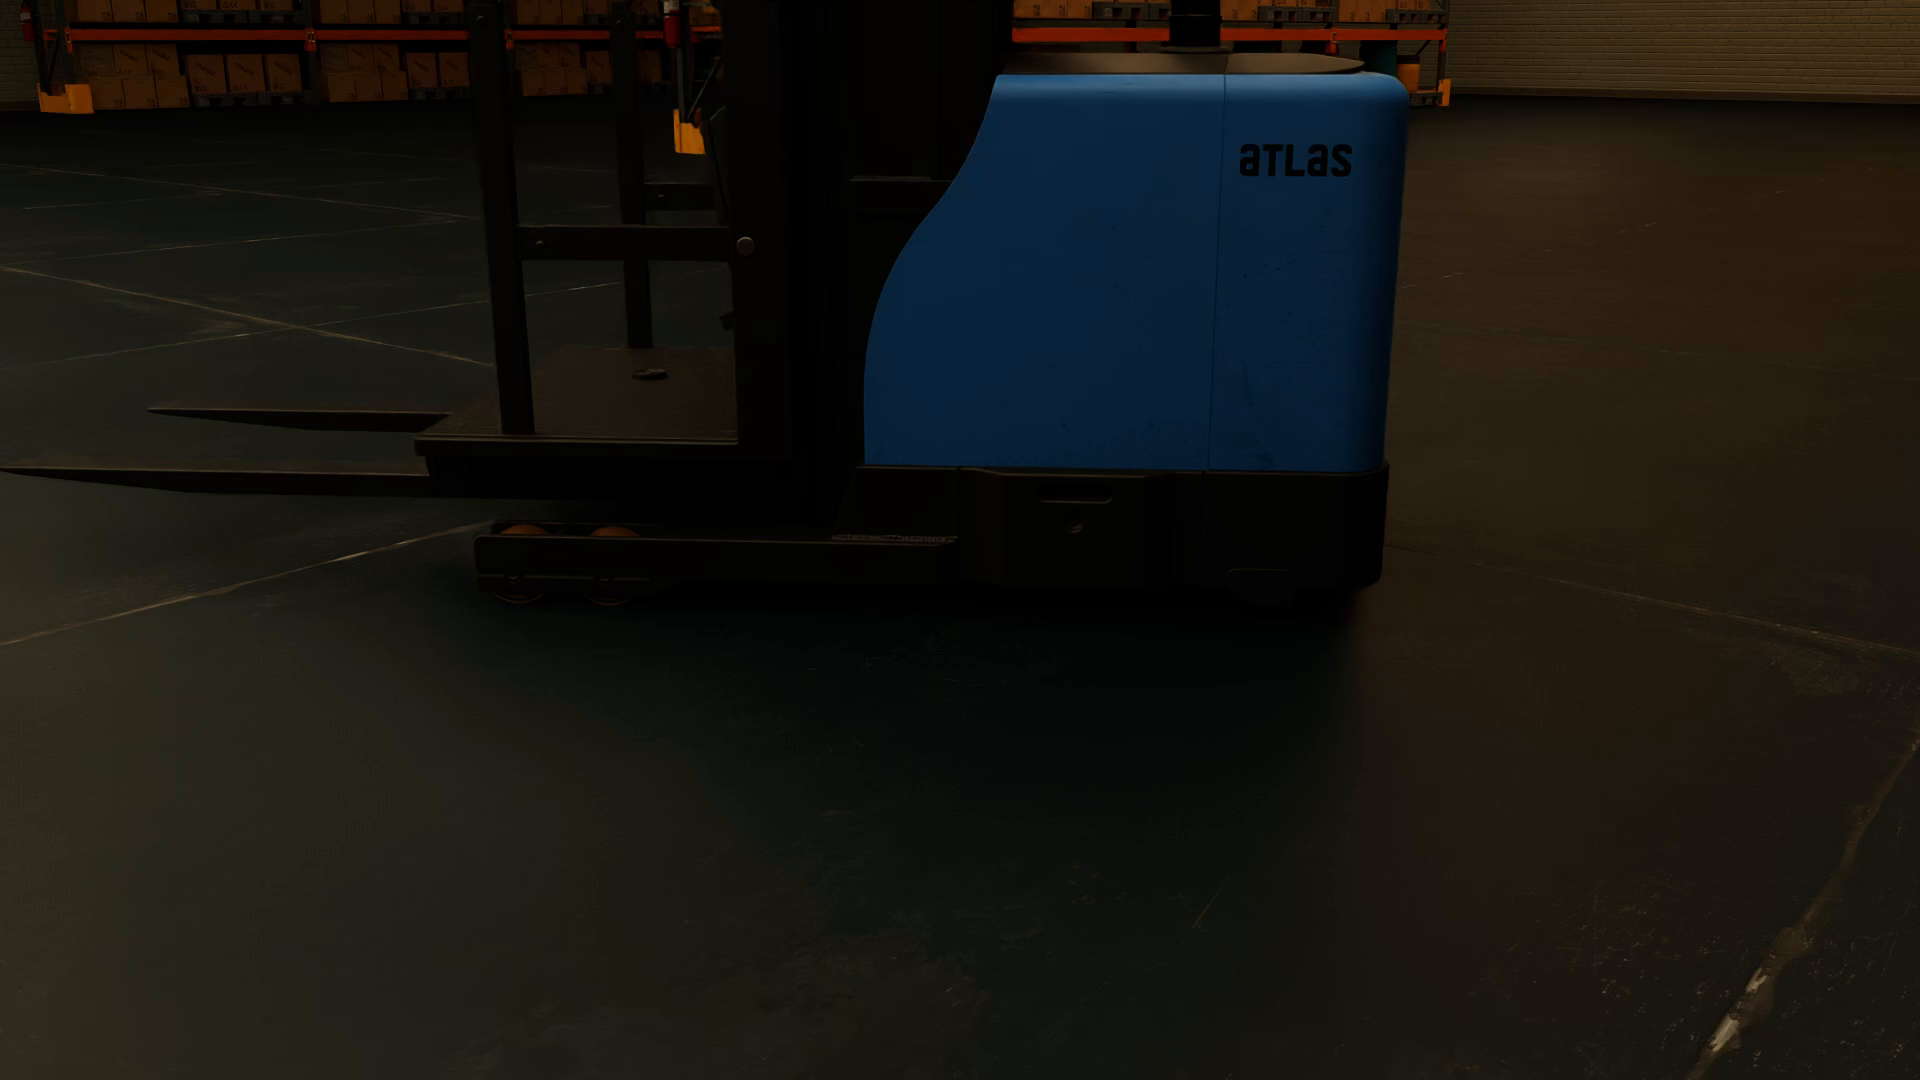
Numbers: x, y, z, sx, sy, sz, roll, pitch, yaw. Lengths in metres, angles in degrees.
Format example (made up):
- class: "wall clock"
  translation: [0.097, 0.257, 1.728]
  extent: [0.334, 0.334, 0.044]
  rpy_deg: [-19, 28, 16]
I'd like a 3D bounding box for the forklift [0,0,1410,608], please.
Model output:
- class: "forklift"
  translation: [-0.609, -1.414, 3.555]
  extent: [3.031, 2.935, 1.130]
  rpy_deg: [1, 17, 4]
